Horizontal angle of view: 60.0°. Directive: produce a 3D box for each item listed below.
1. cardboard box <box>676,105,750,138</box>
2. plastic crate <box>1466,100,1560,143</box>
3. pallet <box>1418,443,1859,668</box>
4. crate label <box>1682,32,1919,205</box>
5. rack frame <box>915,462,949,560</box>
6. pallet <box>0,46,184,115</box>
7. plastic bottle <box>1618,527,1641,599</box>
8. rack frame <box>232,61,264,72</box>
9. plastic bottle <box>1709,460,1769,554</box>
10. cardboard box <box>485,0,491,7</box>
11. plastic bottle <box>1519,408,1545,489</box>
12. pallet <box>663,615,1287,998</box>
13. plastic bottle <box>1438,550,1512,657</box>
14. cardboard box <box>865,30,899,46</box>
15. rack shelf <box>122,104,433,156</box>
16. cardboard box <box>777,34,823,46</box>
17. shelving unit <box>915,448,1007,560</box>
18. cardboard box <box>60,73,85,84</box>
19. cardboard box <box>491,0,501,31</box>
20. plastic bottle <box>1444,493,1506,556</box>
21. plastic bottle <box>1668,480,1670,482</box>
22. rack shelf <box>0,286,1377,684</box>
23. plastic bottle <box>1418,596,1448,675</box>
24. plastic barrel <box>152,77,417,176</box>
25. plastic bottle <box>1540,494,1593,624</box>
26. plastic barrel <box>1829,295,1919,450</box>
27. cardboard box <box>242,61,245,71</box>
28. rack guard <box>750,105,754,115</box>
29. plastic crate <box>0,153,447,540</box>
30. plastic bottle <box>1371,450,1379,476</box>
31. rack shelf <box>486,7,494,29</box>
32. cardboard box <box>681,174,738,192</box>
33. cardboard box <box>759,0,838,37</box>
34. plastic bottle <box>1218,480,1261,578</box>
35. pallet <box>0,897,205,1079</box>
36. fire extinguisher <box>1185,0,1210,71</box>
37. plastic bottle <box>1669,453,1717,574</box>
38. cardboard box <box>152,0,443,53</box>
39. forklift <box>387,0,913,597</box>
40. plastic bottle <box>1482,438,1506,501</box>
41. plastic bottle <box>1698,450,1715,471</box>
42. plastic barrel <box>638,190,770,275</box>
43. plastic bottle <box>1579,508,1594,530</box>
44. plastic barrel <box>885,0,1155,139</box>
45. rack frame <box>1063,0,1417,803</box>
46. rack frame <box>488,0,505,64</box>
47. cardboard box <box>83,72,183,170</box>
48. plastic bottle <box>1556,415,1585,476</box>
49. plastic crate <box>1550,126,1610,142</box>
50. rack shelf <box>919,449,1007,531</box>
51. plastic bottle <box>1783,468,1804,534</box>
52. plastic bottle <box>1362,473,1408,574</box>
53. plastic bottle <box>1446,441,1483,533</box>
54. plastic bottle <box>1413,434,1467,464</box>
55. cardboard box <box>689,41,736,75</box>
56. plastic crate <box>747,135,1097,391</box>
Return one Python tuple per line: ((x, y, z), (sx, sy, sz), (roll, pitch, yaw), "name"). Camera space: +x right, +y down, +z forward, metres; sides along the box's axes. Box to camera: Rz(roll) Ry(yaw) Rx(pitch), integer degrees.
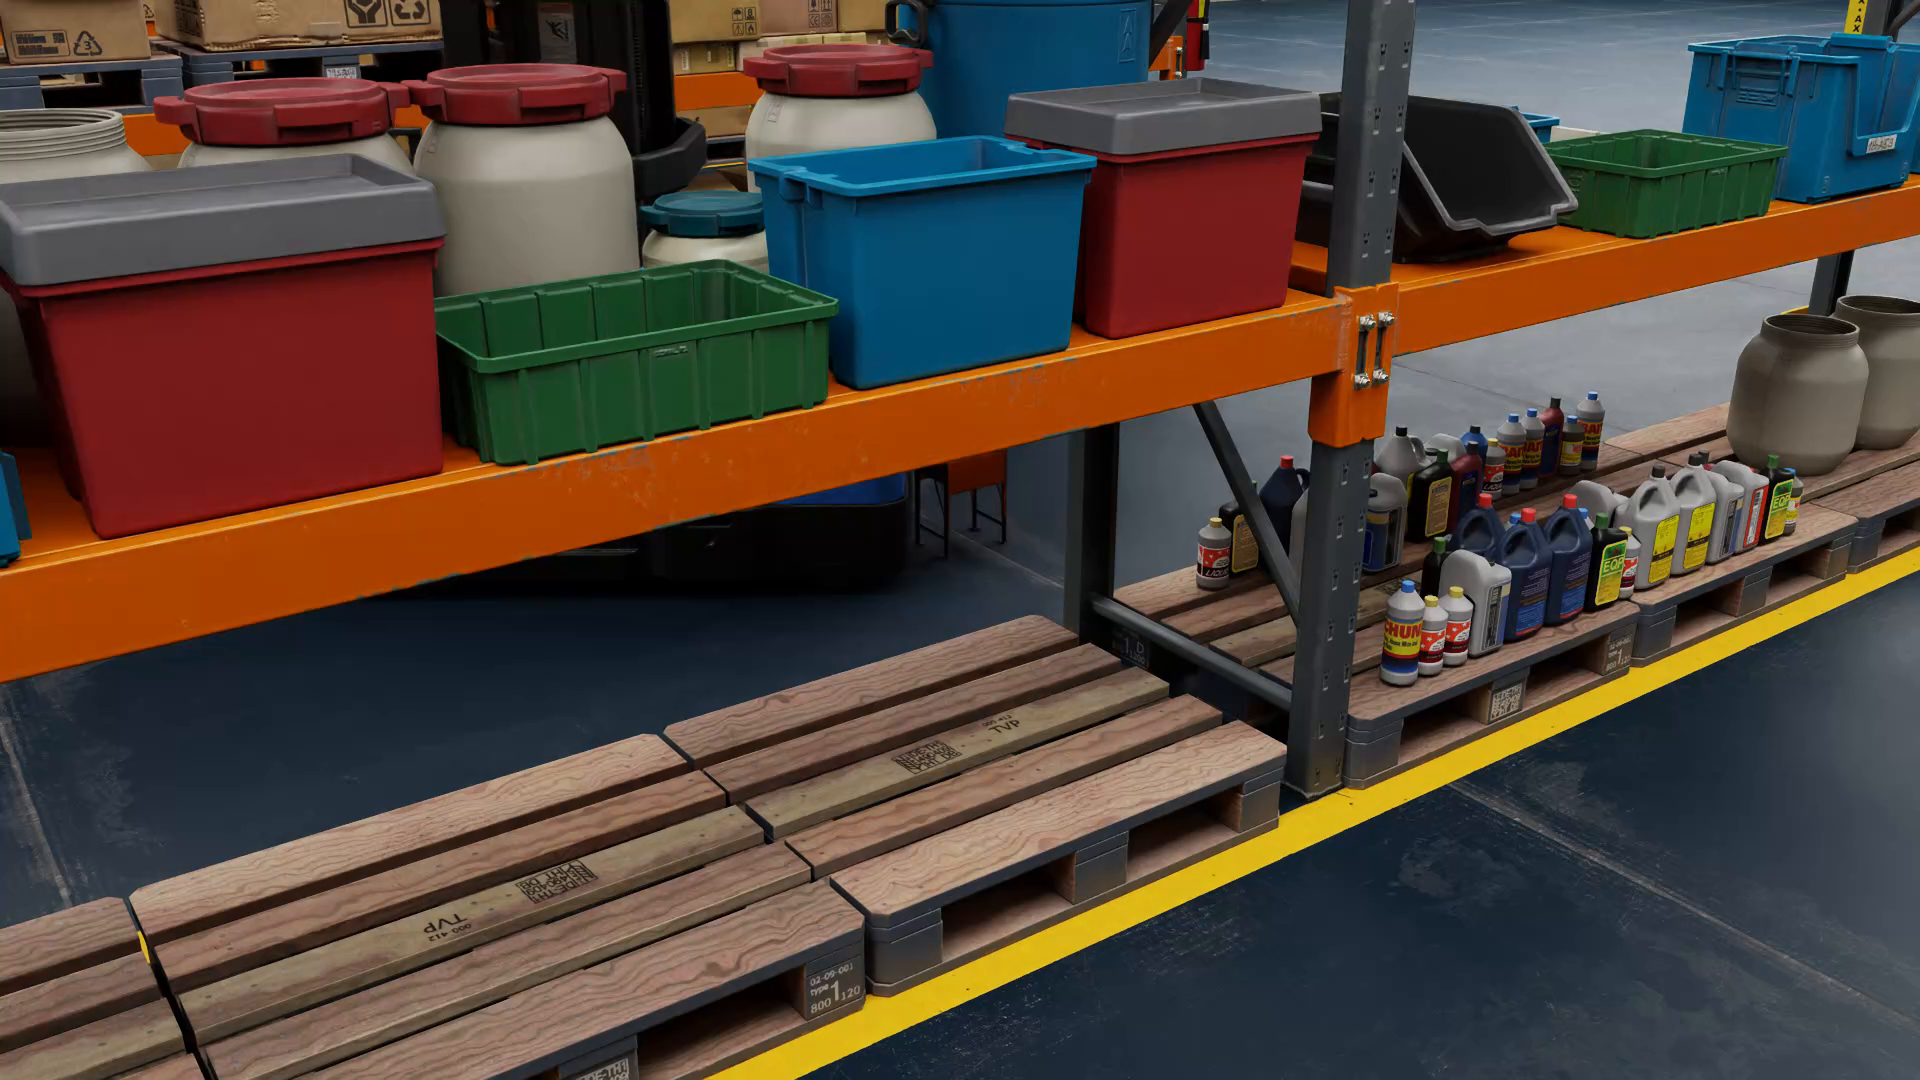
((-2.329, -3.801, 13.676), (0.875, 0.875, 0.875), (-15, 26, -33), "cardboard box")
((1.383, -1.142, 4.912), (0.616, 0.251, 0.499), (-15, 26, -33), "plastic crate")
((2.204, 0.007, 5.594), (1.213, 0.211, 1.003), (-15, 26, -33), "pallet")
((2.554, -1.292, 5.040), (0.616, 0.435, 0.502), (-15, 26, -33), "crate label")
((-0.098, -0.449, 5.606), (0.008, 1.050, 0.200), (-14, 26, -32), "rack frame")
((-3.913, -1.866, 6.784), (1.213, 0.211, 1.003), (-15, 26, -33), "pallet")
((1.938, 0.061, 4.879), (0.097, 0.201, 0.097), (0, 22, 0), "plastic bottle")
((-5.064, -3.894, 11.608), (0.127, 3.000, 1.000), (-15, 26, -33), "rack frame")
((2.435, -0.119, 5.229), (0.135, 0.276, 0.152), (-15, 26, -32), "plastic bottle")
((-3.831, -4.254, 12.308), (0.550, 0.550, 0.875), (-15, 26, -33), "cardboard box")
((1.959, -0.320, 5.738), (0.097, 0.271, 0.097), (0, 22, 0), "plastic bottle")
((0.029, 0.587, 4.141), (1.213, 0.211, 1.003), (-15, 26, -33), "pallet")
((1.405, 0.156, 4.541), (0.135, 0.276, 0.152), (-14, 26, -31), "plastic bottle")
((-0.513, -2.616, 8.743), (0.250, 0.149, 0.380), (-15, 26, -33), "cardboard box")
((-3.873, -1.613, 6.862), (4.000, 0.370, 1.077), (-15, 26, -33), "rack shelf")
((-0.899, -2.497, 8.446), (0.250, 0.149, 0.380), (-15, 26, -33), "cardboard box")
((0.003, -0.475, 5.670), (0.252, 1.050, 0.215), (-14, 26, -32), "shelving unit")
((-8.461, -4.222, 15.408), (0.625, 0.372, 0.950), (-15, 26, -32), "cardboard box")
((-1.848, -2.643, 7.937), (0.500, 0.500, 0.875), (-15, 26, -33), "cardboard box")
((1.457, 0.043, 4.722), (0.185, 0.351, 0.144), (-15, 26, -33), "plastic bottle")
((2.235, -0.088, 5.252), (0.097, 0.201, 0.097), (0, 22, 0), "plastic bottle")
((-0.980, -0.123, 3.128), (4.000, 0.370, 1.077), (-15, 26, -33), "rack shelf")
((1.241, 0.246, 4.414), (0.097, 0.201, 0.097), (0, 22, 0), "plastic bottle")
((-1.208, -0.559, 3.068), (0.433, 0.535, 0.433), (0, 22, 0), "plastic barrel")
((1.694, 0.045, 4.716), (0.185, 0.351, 0.144), (-16, 27, -35), "plastic bottle")
((3.401, -0.630, 6.217), (0.421, 0.512, 0.421), (0, 22, 0), "plastic barrel")
((-6.972, -4.793, 15.993), (0.500, 0.500, 0.500), (-14, 26, -31), "cardboard box")
((-1.797, -3.604, 14.254), (0.348, 0.500, 1.175), (-15, 26, -33), "rack guard")
((-1.113, -0.311, 2.543), (0.583, 0.464, 0.402), (-15, 26, -33), "plastic crate")
((1.262, -0.148, 5.291), (0.133, 0.283, 0.061), (-13, 25, -29), "plastic bottle")
((-3.440, -3.993, 12.826), (4.000, 0.370, 1.077), (-15, 26, -33), "rack shelf")
((-1.441, -1.615, 8.702), (0.500, 0.500, 0.500), (-7, 23, -16), "cardboard box")
((-1.074, -2.879, 8.529), (0.500, 0.500, 0.875), (-15, 26, -33), "cardboard box")
((0.841, -0.036, 5.011), (0.133, 0.283, 0.061), (-13, 25, -30), "plastic bottle")
((-1.952, 1.115, 2.817), (1.213, 0.211, 1.003), (-15, 26, -33), "pallet")
((1.360, -3.096, 9.712), (0.183, 0.674, 0.296), (-15, 26, -33), "fire extinguisher")
((2.190, -0.087, 5.047), (0.185, 0.351, 0.144), (-14, 26, -31), "plastic bottle")
((-2.976, -2.724, 7.299), (1.000, 1.000, 1.000), (-15, 26, -33), "cardboard box")
((-1.689, -1.371, 5.377), (3.031, 2.935, 1.130), (0, 22, 0), "forklift")
((1.797, -0.244, 5.643), (0.097, 0.201, 0.097), (0, 22, 0), "plastic bottle")
((2.372, -0.155, 5.308), (0.133, 0.283, 0.061), (-15, 26, -33), "plastic bottle")
((-0.520, -0.585, 3.502), (0.301, 0.262, 0.301), (0, 22, 0), "plastic barrel")
((1.792, 0.039, 4.839), (0.097, 0.271, 0.097), (0, 22, 0), "plastic bottle")
((0.153, -1.130, 4.005), (0.708, 0.901, 0.600), (-15, 26, -33), "plastic barrel")
((0.644, -0.890, 4.079), (0.127, 3.000, 1.000), (-15, 26, -33), "rack frame")
((-2.249, -2.380, 7.813), (0.127, 3.000, 1.000), (-15, 26, -33), "rack frame")
((-5.515, -2.883, 11.542), (0.750, 0.750, 1.050), (-15, 26, -33), "cardboard box")
((2.153, -0.339, 5.881), (0.097, 0.201, 0.097), (0, 22, 0), "plastic bottle")
((1.814, -1.195, 5.200), (0.437, 0.136, 0.530), (-15, 26, -33), "plastic crate")
((0.003, -0.207, 5.777), (0.240, 0.259, 0.215), (-14, 26, -32), "rack shelf")
((2.656, -0.131, 5.359), (0.097, 0.201, 0.097), (0, 22, 0), "plastic bottle")
((1.261, -0.058, 5.075), (0.135, 0.276, 0.152), (-15, 26, -33), "plastic bottle")
((1.613, -0.172, 5.352), (0.133, 0.283, 0.061), (-15, 26, -33), "plastic bottle")
((1.550, -0.201, 5.433), (0.135, 0.276, 0.152), (-14, 26, -32), "plastic bottle")
((-1.304, -2.389, 8.175), (0.250, 0.149, 0.380), (-15, 26, -33), "cardboard box")
((-0.070, -0.550, 3.249), (0.575, 0.384, 0.392), (-15, 26, -33), "plastic crate")
